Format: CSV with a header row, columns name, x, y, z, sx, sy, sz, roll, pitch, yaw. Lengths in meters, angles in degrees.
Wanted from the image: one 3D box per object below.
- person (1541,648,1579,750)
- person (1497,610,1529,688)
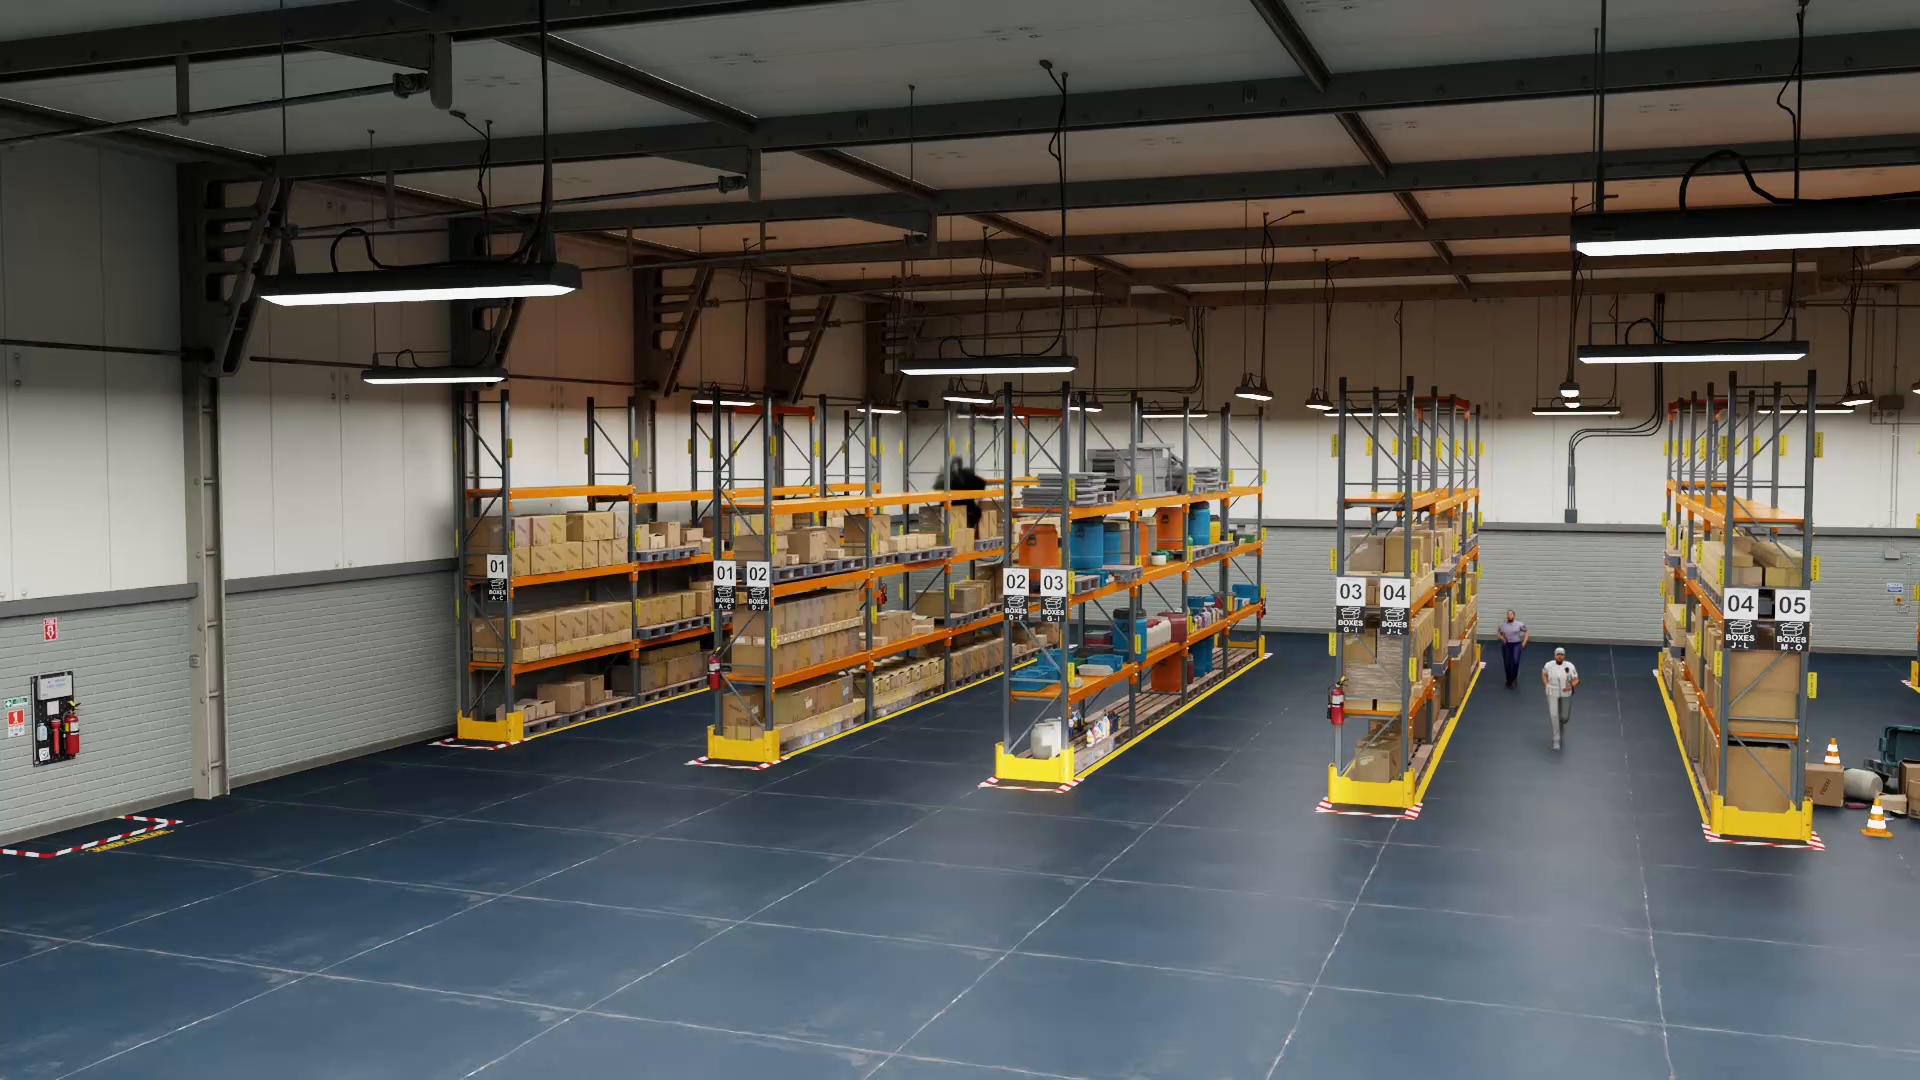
name,x,y,z,sx,sy,sz,roll,pitch,yaw
person,10.137,2.647,28.086,0.577,1.675,1.091,1,3,12
person,11.560,2.281,34.842,0.611,1.630,0.638,2,4,27
